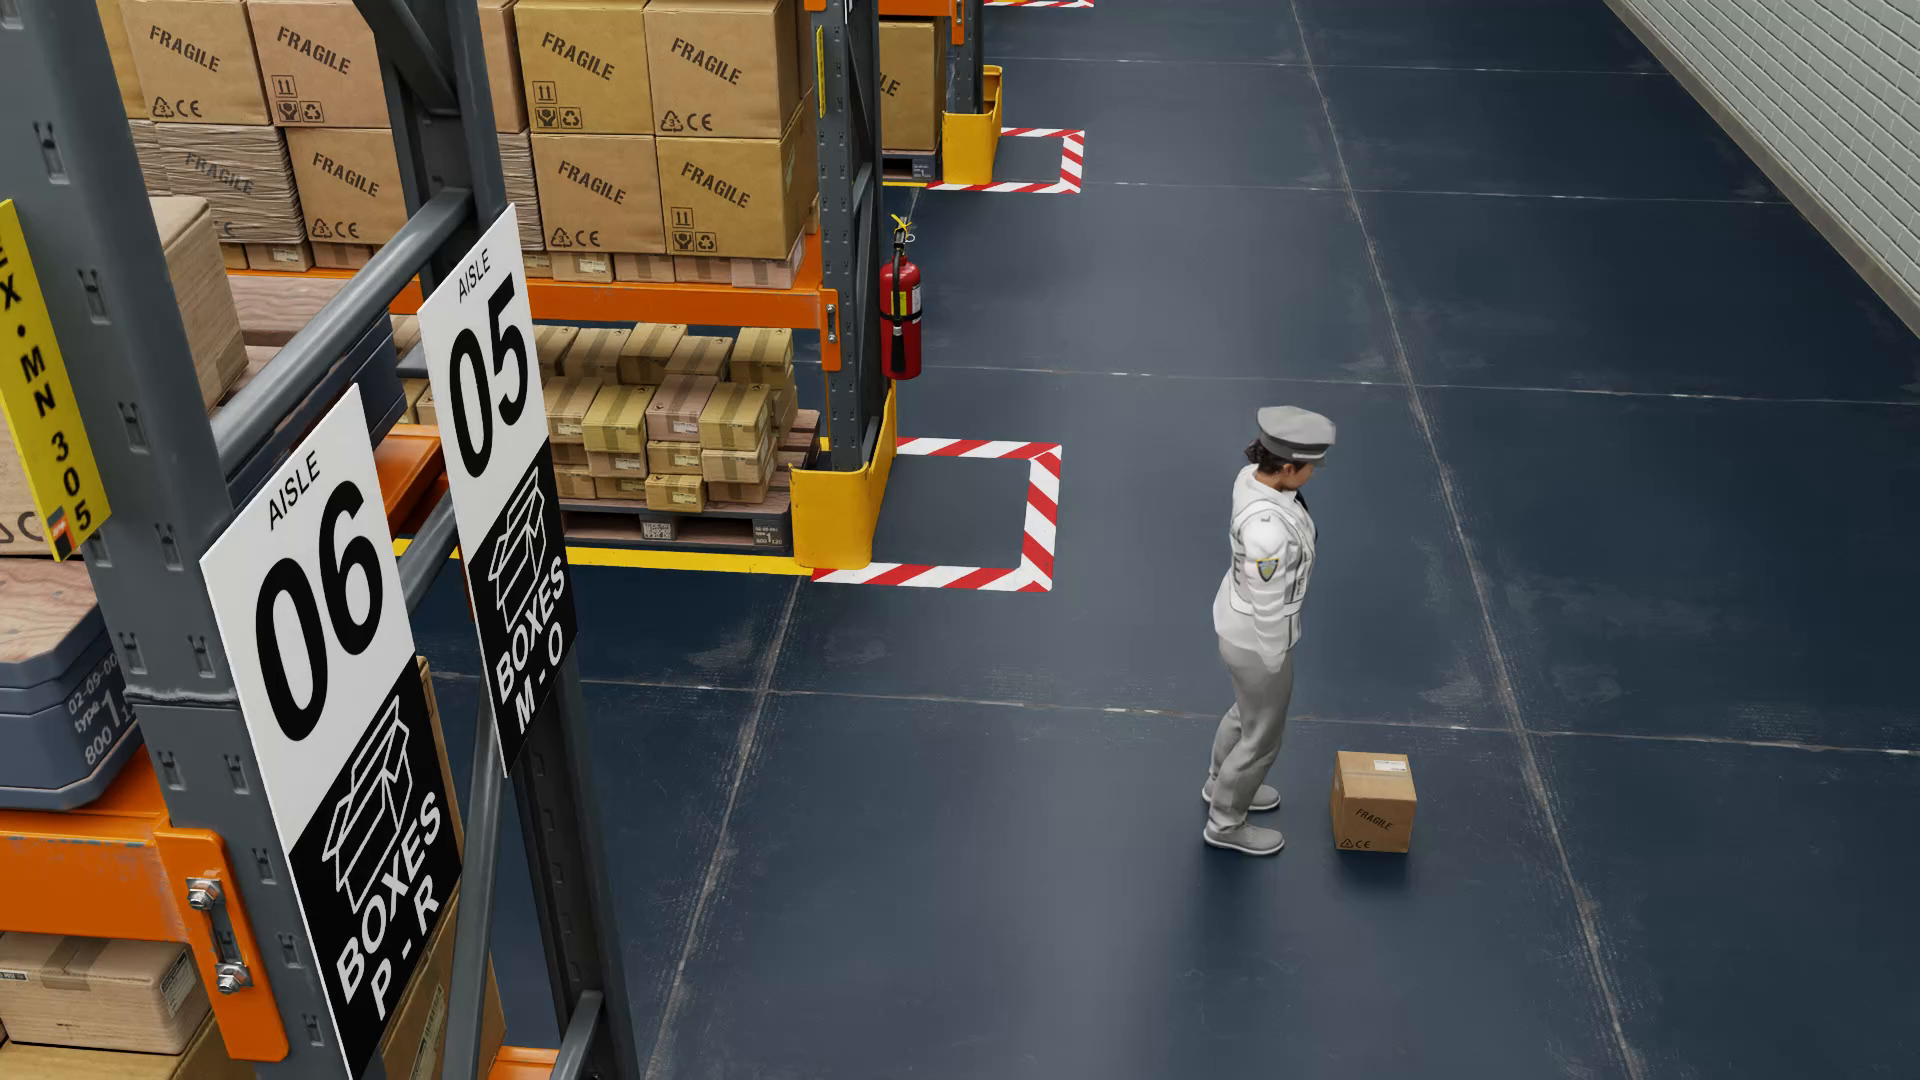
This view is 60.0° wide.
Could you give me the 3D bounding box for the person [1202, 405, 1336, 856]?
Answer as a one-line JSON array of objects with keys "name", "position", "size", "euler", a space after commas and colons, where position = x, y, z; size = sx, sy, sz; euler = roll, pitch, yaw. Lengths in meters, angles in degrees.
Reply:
[{"name": "person", "position": [1.019, 0.313, 5.651], "size": [0.327, 1.661, 0.475], "euler": [3, 32, 5]}]
